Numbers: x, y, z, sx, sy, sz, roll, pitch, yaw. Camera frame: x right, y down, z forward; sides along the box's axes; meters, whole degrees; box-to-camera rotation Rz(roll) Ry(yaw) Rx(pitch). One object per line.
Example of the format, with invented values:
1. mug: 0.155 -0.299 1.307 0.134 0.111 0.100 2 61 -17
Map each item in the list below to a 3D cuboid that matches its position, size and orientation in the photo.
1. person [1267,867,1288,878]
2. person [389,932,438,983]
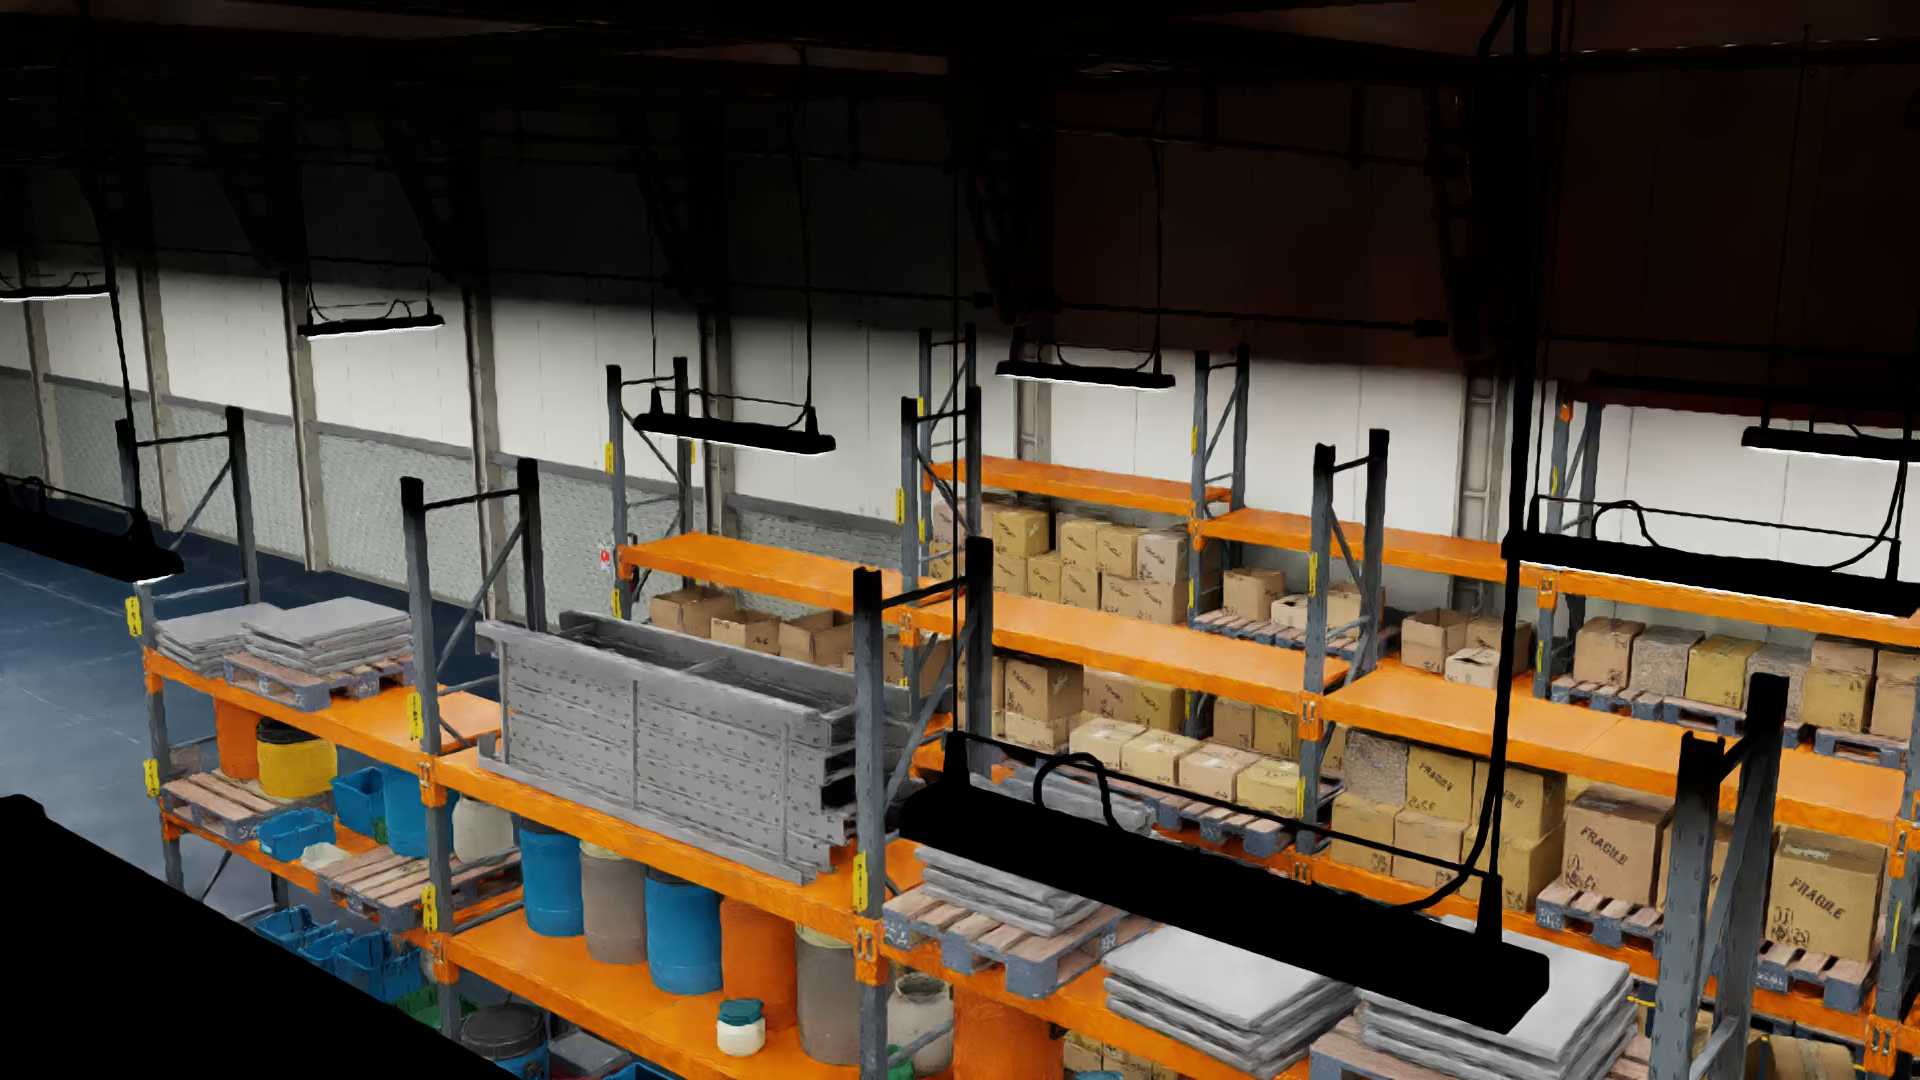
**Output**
1. person: 3.047 3.847 15.453 0.534 1.674 0.677 10 16 37
2. person: -5.380 3.750 15.991 0.956 1.618 0.483 4 13 17
